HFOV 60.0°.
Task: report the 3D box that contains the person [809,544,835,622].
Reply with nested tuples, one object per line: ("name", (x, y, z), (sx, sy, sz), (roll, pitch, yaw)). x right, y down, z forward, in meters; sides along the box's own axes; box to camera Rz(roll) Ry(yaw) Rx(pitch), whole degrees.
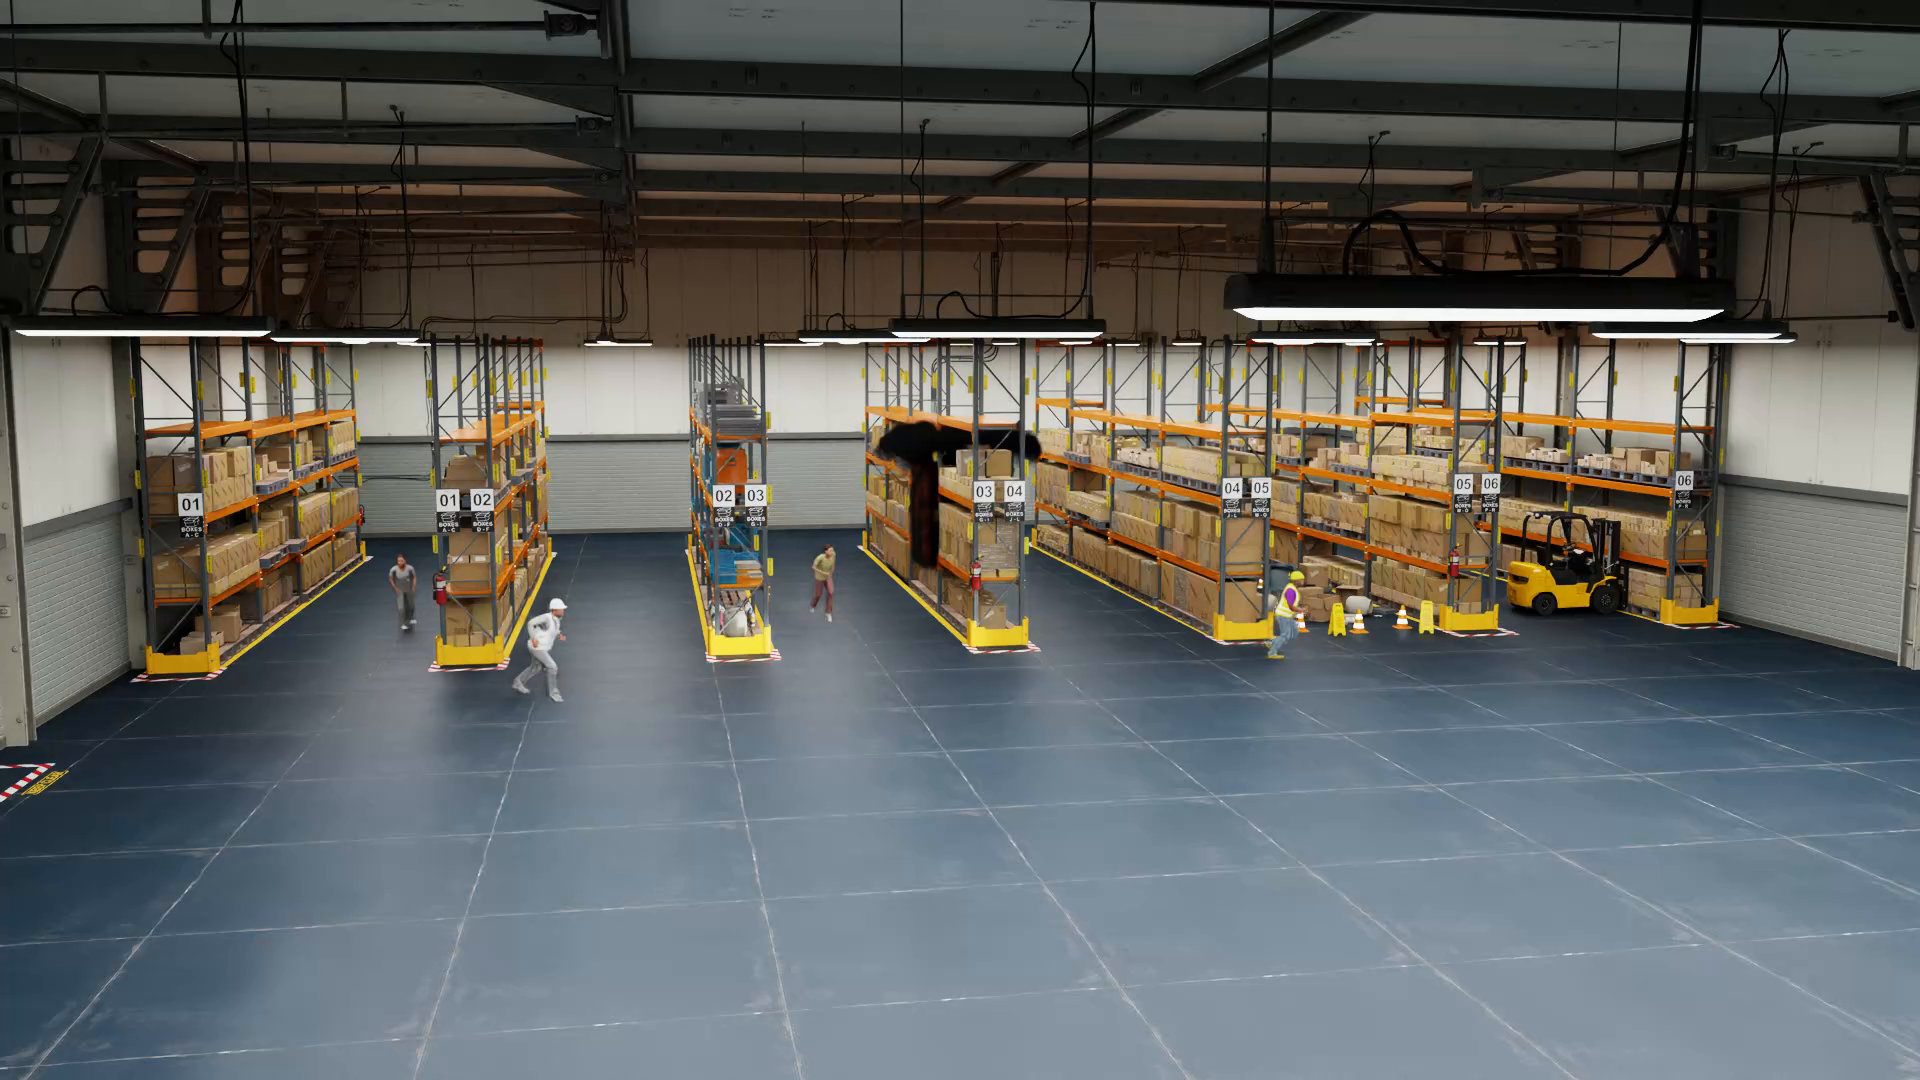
("person", (-2.920, 0.856, 35.011), (0.608, 1.625, 0.979), (-4, 8, -34))

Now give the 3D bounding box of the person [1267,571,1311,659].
("person", (6.086, 1.390, 30.706), (0.781, 1.654, 0.713), (2, 7, 18))

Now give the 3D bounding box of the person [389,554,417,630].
("person", (-11.417, 1.039, 34.114), (0.578, 1.576, 0.780), (-4, 7, -29))

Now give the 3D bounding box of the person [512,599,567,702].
("person", (-6.885, 1.805, 27.158), (1.038, 1.734, 0.703), (2, 7, 17))
